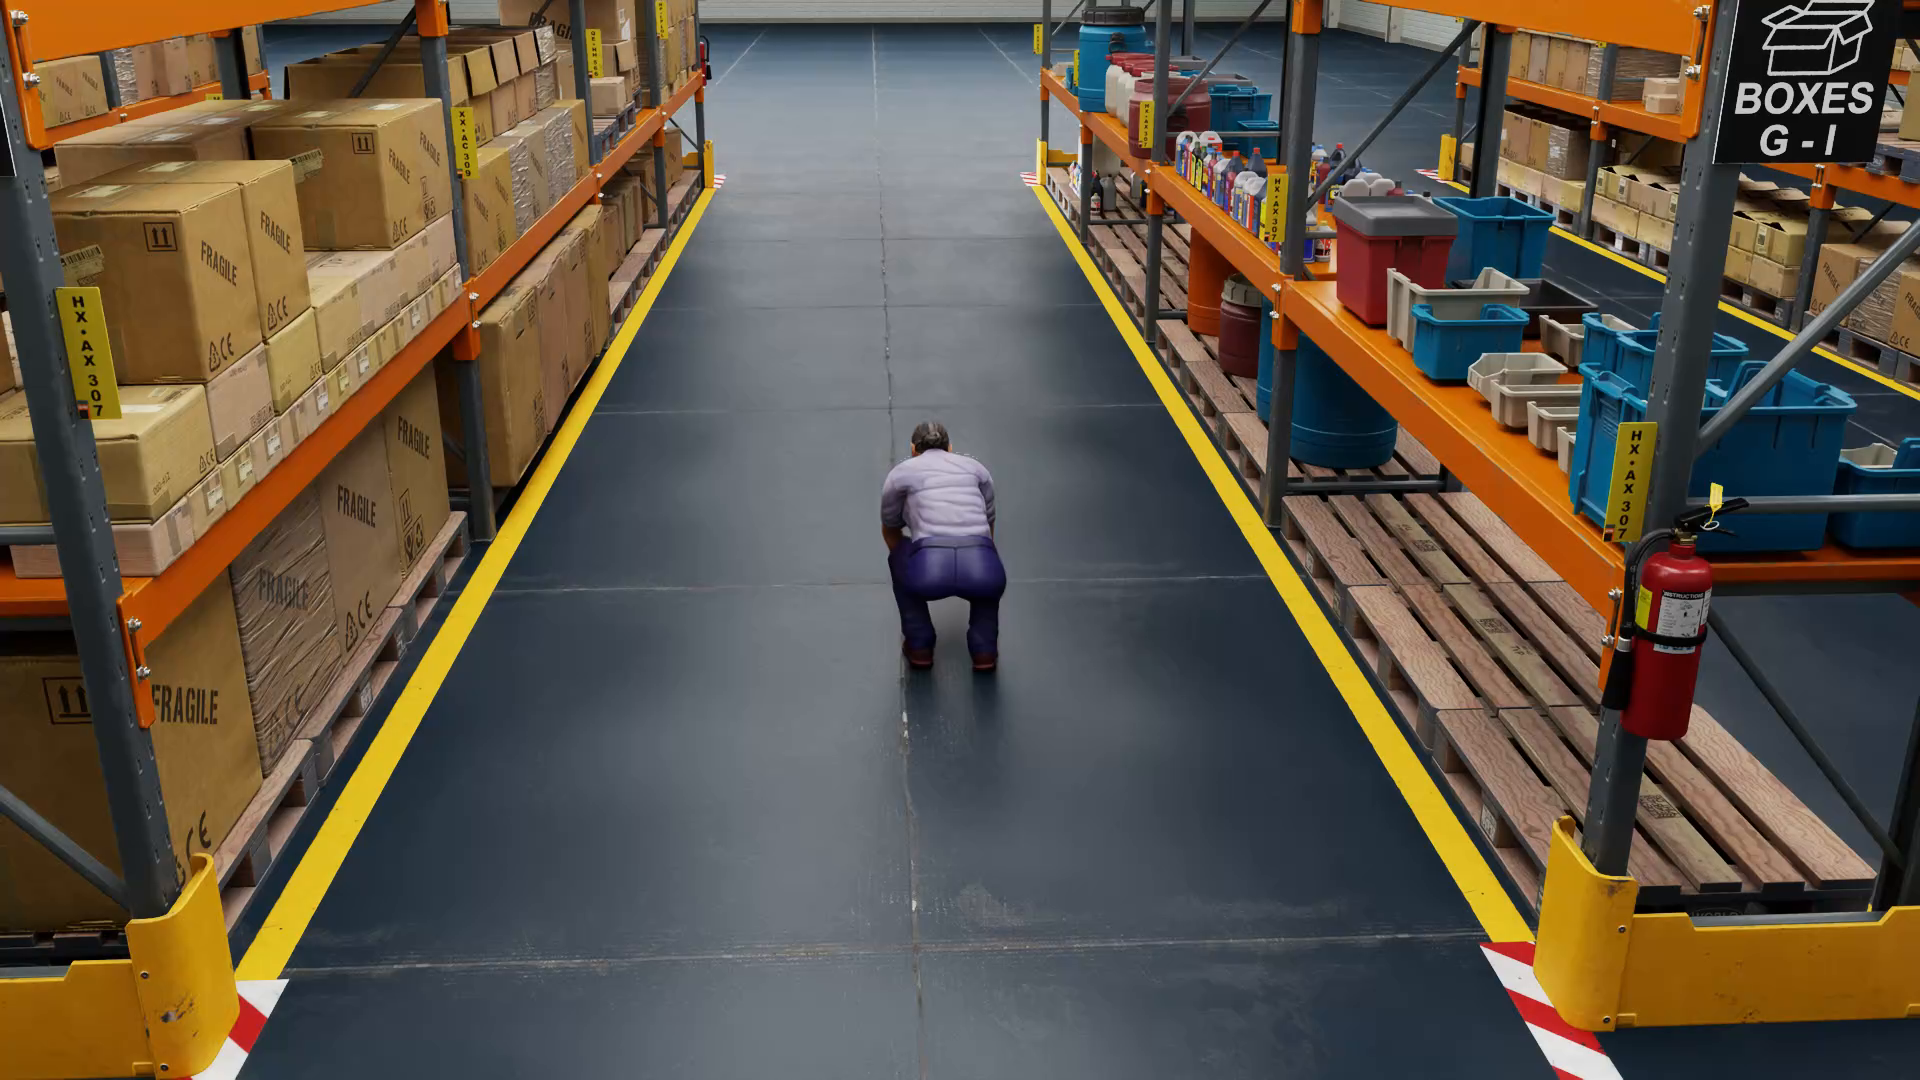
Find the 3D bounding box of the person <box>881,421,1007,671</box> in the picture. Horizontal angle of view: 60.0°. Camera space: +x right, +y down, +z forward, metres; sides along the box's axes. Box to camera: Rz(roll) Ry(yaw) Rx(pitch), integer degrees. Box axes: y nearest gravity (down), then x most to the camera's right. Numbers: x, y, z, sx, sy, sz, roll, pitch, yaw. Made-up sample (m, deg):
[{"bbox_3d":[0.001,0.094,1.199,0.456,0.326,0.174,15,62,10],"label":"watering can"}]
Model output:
[{"bbox_3d":[-0.067,0.034,7.016,0.526,0.949,0.829,-1,21,-3],"label":"person"}]
